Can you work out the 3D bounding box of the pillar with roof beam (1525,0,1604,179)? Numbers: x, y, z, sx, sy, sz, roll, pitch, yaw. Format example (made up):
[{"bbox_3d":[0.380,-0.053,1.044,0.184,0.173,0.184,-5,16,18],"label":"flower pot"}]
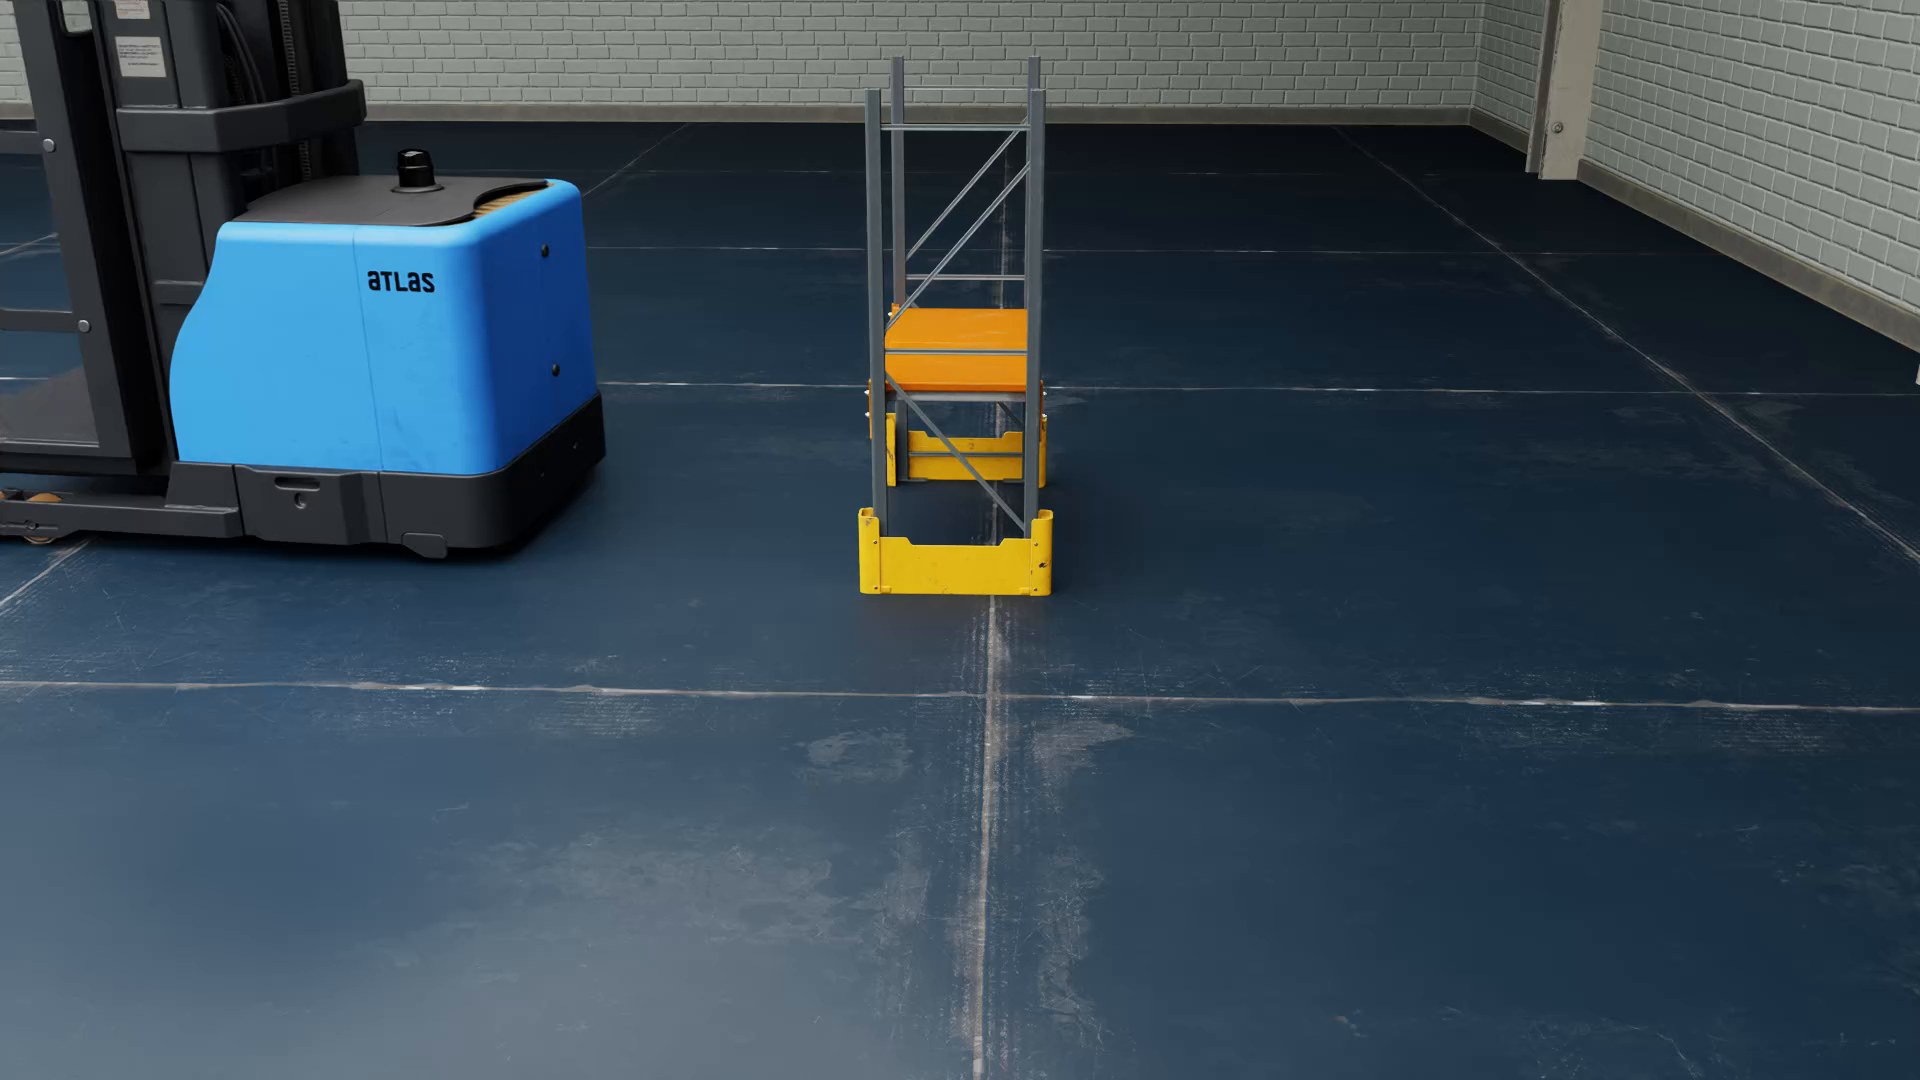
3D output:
[{"bbox_3d":[0.231,-7.033,11.216,9.100,9.000,0.400,1,21,2],"label":"pillar with roof beam"}]

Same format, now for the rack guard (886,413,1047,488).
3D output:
[{"bbox_3d":[0.017,-0.324,6.019,0.587,0.250,0.087,1,21,2],"label":"rack guard"}]

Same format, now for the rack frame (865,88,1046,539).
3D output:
[{"bbox_3d":[-0.013,-0.546,4.863,0.500,1.500,0.032,1,21,2],"label":"rack frame"}]

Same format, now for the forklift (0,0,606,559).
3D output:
[{"bbox_3d":[-2.868,-1.535,5.434,3.031,2.935,1.130,3,21,8],"label":"forklift"}]

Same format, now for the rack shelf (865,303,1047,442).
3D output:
[{"bbox_3d":[0.003,-0.562,5.402,0.538,0.185,1.000,1,21,2],"label":"rack shelf"}]

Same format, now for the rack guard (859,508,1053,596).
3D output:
[{"bbox_3d":[-0.013,0.036,5.091,0.587,0.250,0.087,1,21,2],"label":"rack guard"}]

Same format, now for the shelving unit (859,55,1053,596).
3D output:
[{"bbox_3d":[0.002,-0.727,5.329,0.587,1.500,1.083,1,21,2],"label":"shelving unit"}]

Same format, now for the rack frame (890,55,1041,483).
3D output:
[{"bbox_3d":[0.018,-0.914,5.811,0.500,1.500,0.032,1,21,2],"label":"rack frame"}]
